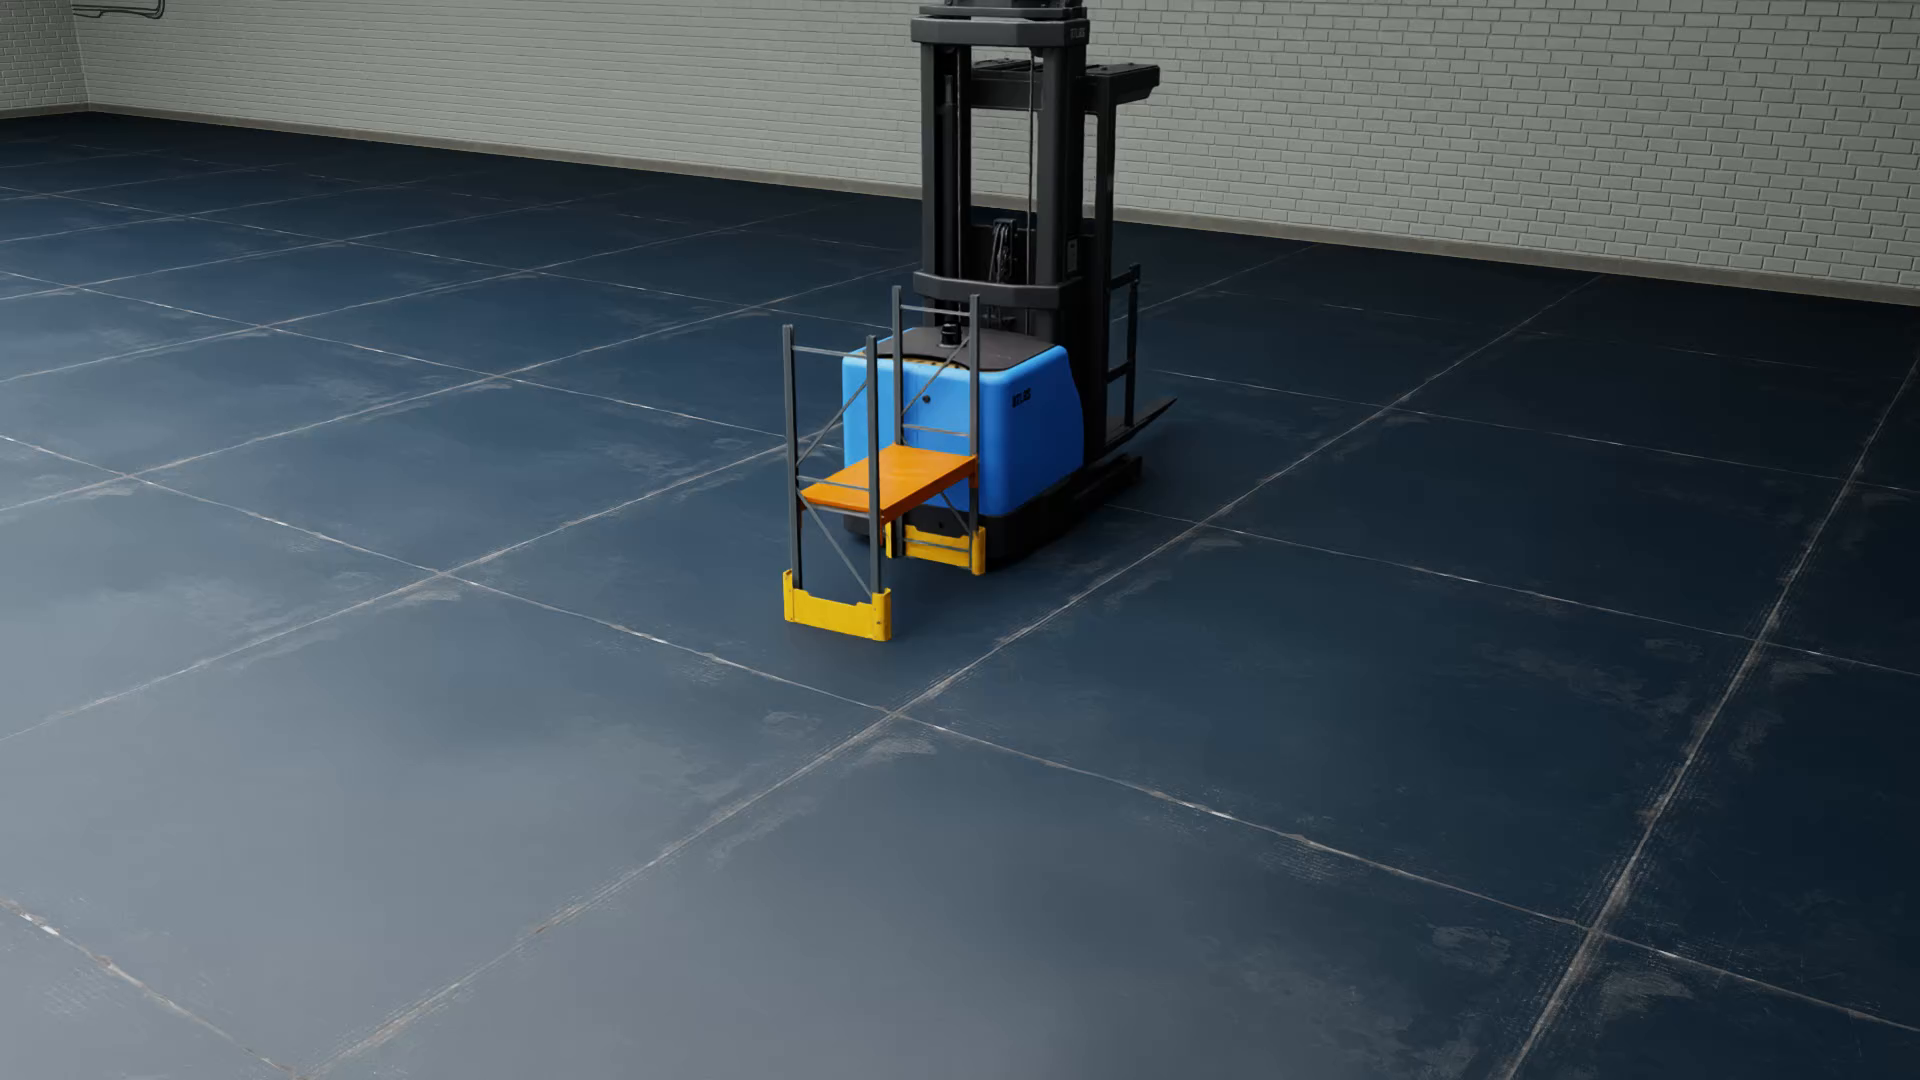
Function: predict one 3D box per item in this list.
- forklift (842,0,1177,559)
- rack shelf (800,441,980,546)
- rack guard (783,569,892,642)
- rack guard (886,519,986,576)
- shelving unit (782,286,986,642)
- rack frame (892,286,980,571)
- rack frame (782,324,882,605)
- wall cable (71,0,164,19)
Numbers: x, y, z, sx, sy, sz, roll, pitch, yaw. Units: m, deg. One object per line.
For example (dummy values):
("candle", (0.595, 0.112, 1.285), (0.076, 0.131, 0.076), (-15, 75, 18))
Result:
("forklift", (0.482, -1.743, 9.888), (1.130, 2.935, 3.031), (11, 23, 26))
("rack shelf", (-0.365, -0.252, 8.440), (0.538, 0.185, 1.000), (11, 23, 26))
("rack guard", (-0.605, 0.320, 8.175), (0.587, 0.250, 0.087), (11, 23, 26))
("rack guard", (-0.134, 0.016, 8.999), (0.587, 0.250, 0.087), (11, 23, 26))
("shelving unit", (-0.370, -0.418, 8.370), (0.587, 1.500, 1.083), (11, 23, 26))
("rack frame", (-0.125, -0.576, 8.798), (0.500, 1.500, 0.032), (11, 23, 26))
("rack frame", (-0.605, -0.265, 7.957), (0.500, 1.500, 0.032), (11, 23, 26))
("wall cable", (-15.077, -10.496, 29.281), (3.097, 2.526, 0.112), (13, 24, 32))
